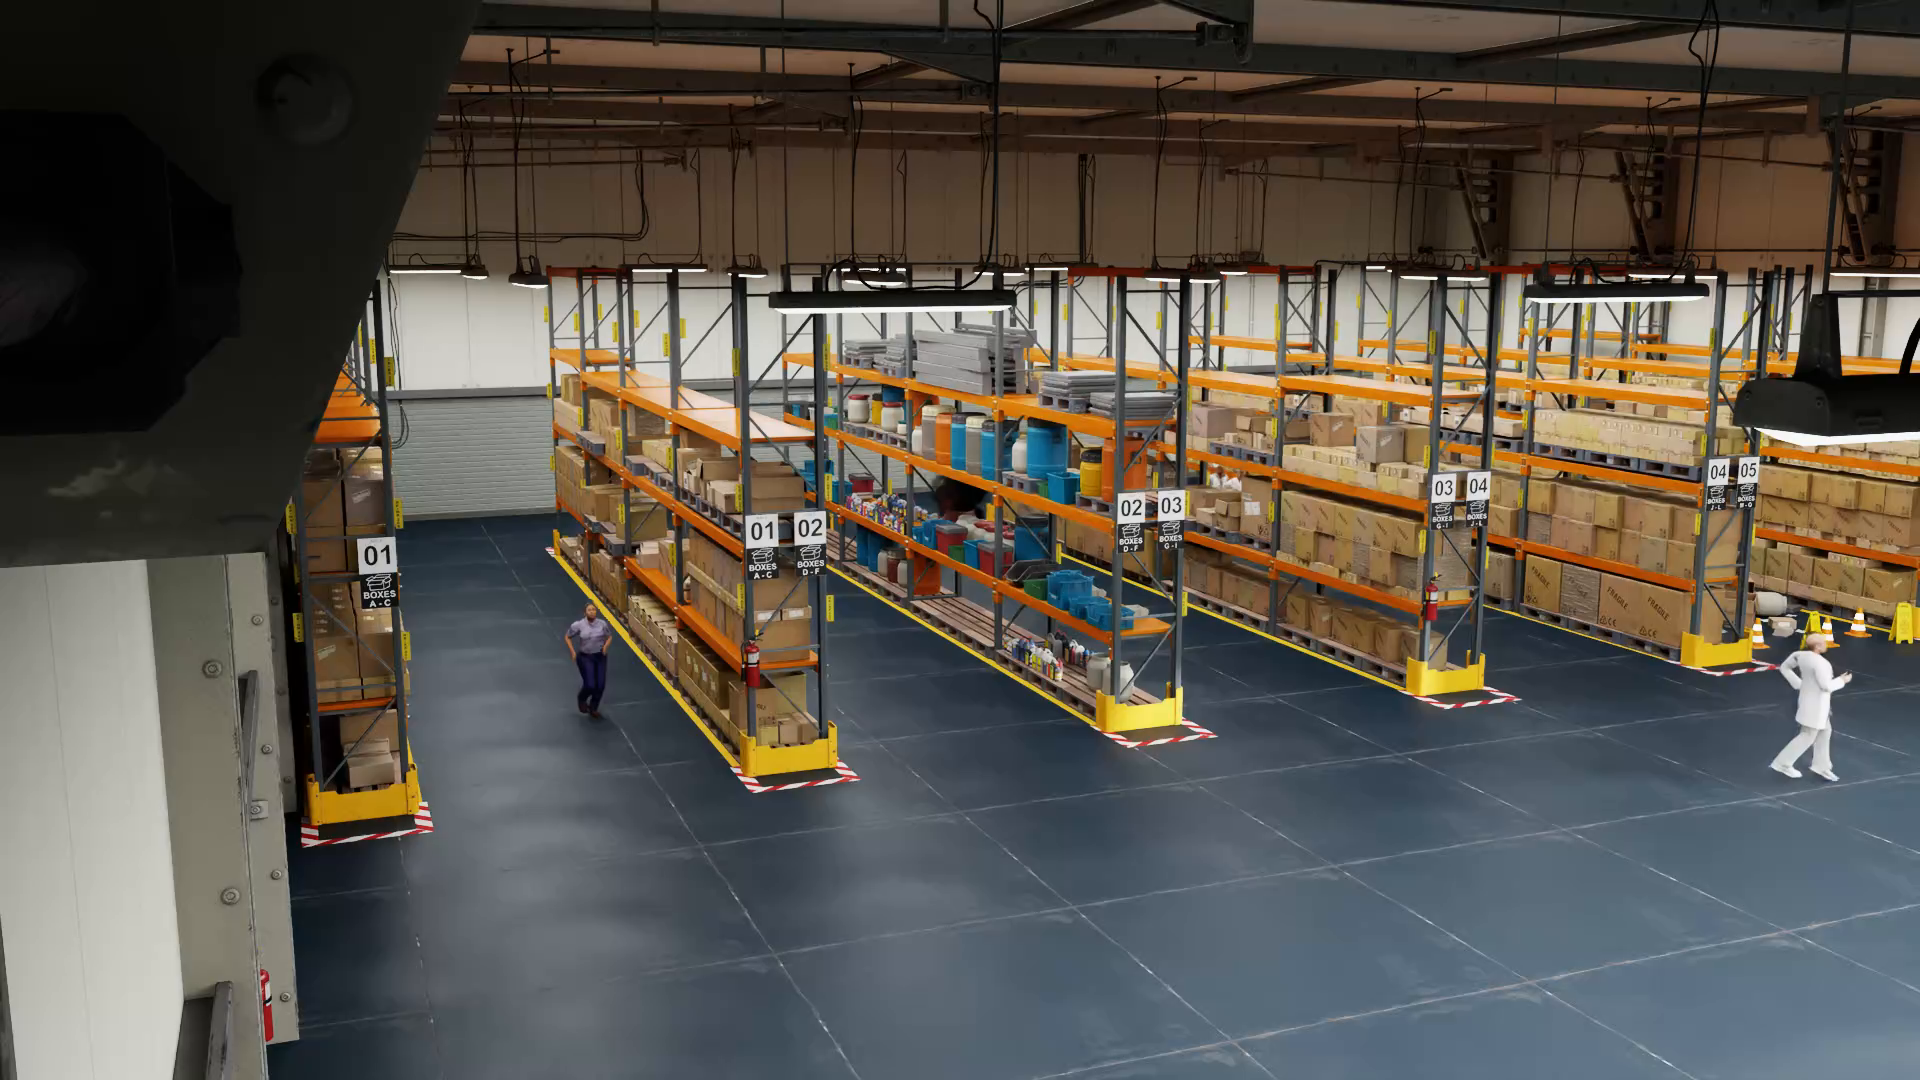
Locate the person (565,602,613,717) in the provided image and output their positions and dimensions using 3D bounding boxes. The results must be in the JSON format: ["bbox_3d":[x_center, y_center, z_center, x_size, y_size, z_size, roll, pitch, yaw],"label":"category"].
[{"bbox_3d":[-4.989,1.642,22.596,0.606,1.600,0.556,-6,12,-31],"label":"person"}]

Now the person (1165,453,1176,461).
[{"bbox_3d":[5.214,-1.710,41.255,1.018,1.745,0.716,-5,11,-26],"label":"person"}]

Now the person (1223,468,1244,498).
[{"bbox_3d":[5.990,-0.710,35.609,0.645,1.805,0.913,-3,10,-17],"label":"person"}]

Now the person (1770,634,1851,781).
[{"bbox_3d":[10.182,2.017,19.898,0.851,1.833,0.692,1,10,7],"label":"person"}]

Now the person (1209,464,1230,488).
[{"bbox_3d":[5.713,-0.863,36.556,0.645,1.740,0.584,-4,11,-22],"label":"person"}]
